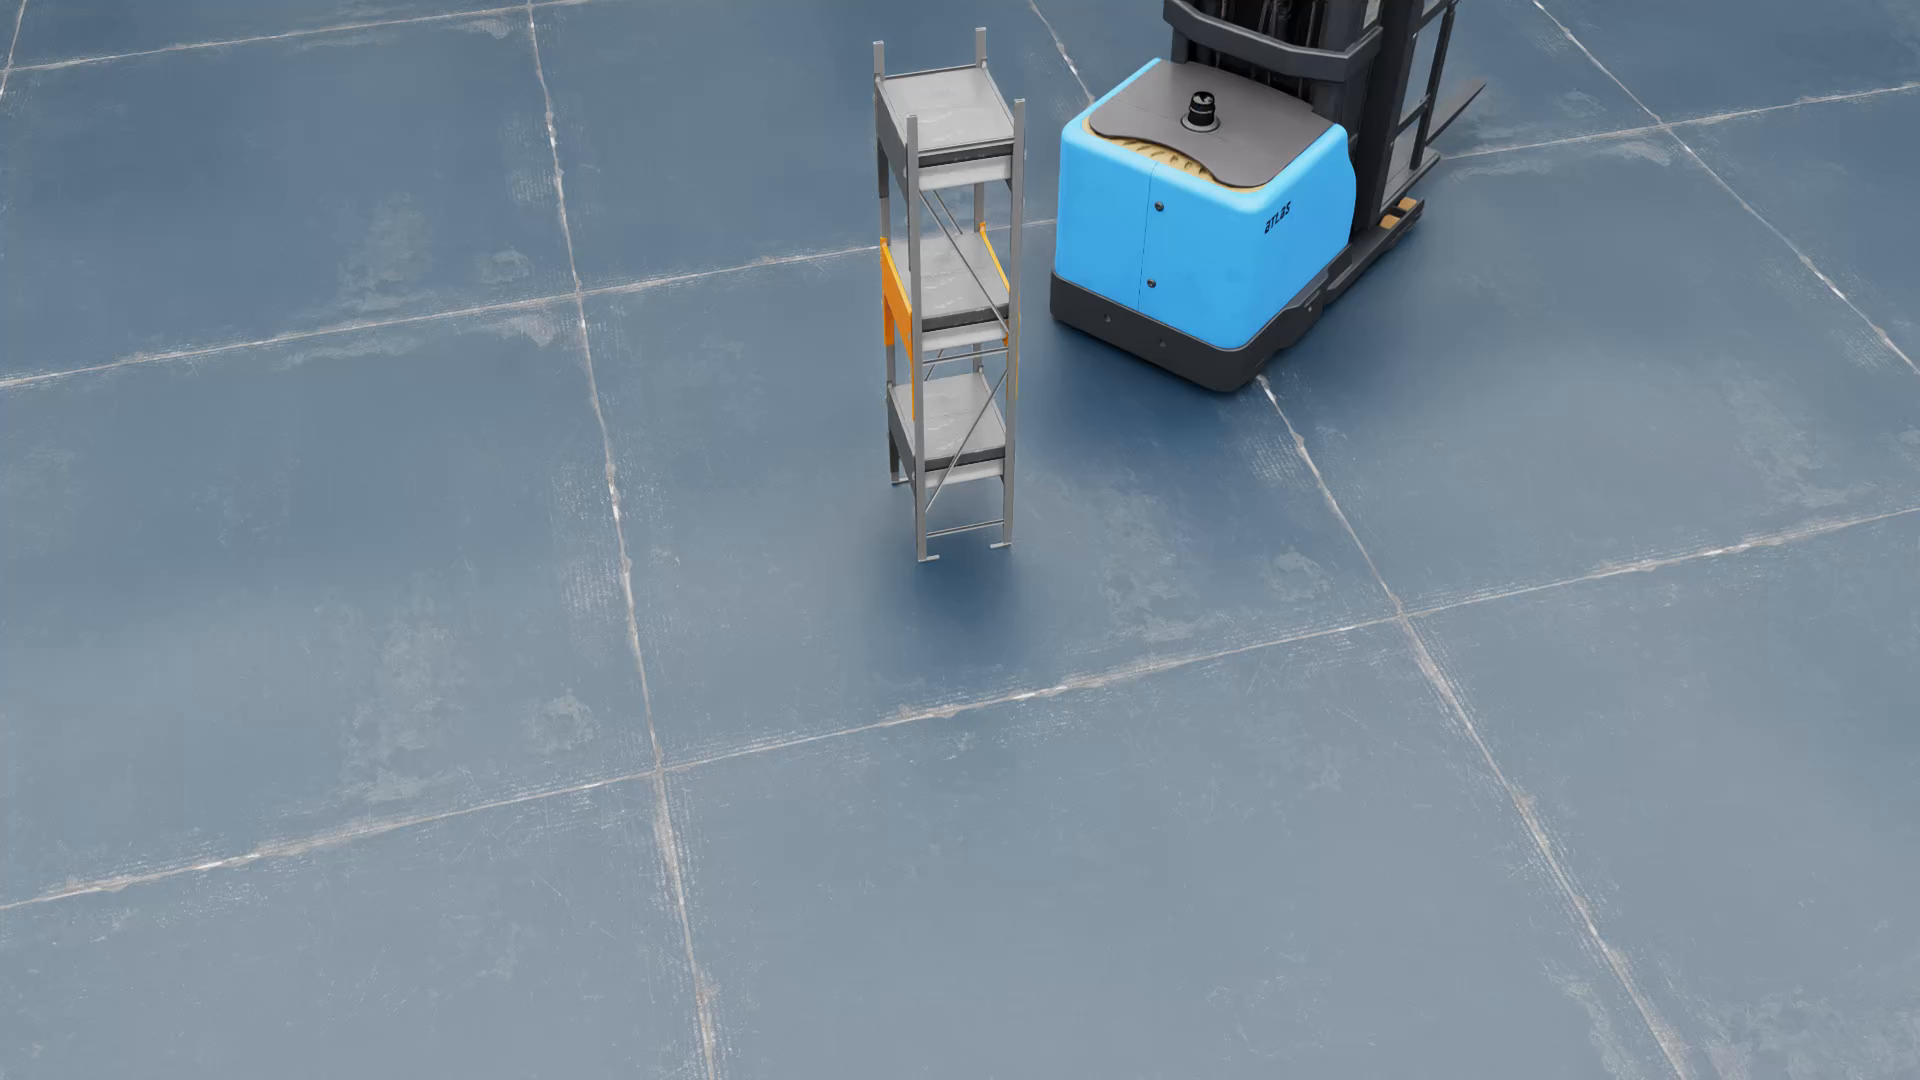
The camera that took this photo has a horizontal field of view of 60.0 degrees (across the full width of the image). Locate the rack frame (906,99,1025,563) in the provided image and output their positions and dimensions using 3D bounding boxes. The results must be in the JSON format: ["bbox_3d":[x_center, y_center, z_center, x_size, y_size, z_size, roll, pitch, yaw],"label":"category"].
[{"bbox_3d":[0.020,-0.681,6.198,0.400,2.100,0.015,-11,47,-10],"label":"rack frame"}]

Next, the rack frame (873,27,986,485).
[{"bbox_3d":[-0.105,-1.018,6.528,0.400,2.100,0.015,-11,47,-10],"label":"rack frame"}]

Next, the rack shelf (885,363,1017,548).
[{"bbox_3d":[-0.042,-0.350,6.873,0.431,0.518,0.480,-11,47,-10],"label":"rack shelf"}]

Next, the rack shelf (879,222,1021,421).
[{"bbox_3d":[-0.042,-0.840,6.373,0.431,0.518,0.480,-11,47,-10],"label":"rack shelf"}]

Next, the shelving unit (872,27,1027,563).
[{"bbox_3d":[-0.042,-0.849,6.363,0.431,2.100,0.503,-11,47,-10],"label":"shelving unit"}]

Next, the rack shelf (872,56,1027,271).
[{"bbox_3d":[-0.042,-1.330,5.873,0.431,0.518,0.480,-11,47,-10],"label":"rack shelf"}]

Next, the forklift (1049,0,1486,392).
[{"bbox_3d":[1.724,-2.704,7.598,1.130,2.935,3.031,29,52,25],"label":"forklift"}]
